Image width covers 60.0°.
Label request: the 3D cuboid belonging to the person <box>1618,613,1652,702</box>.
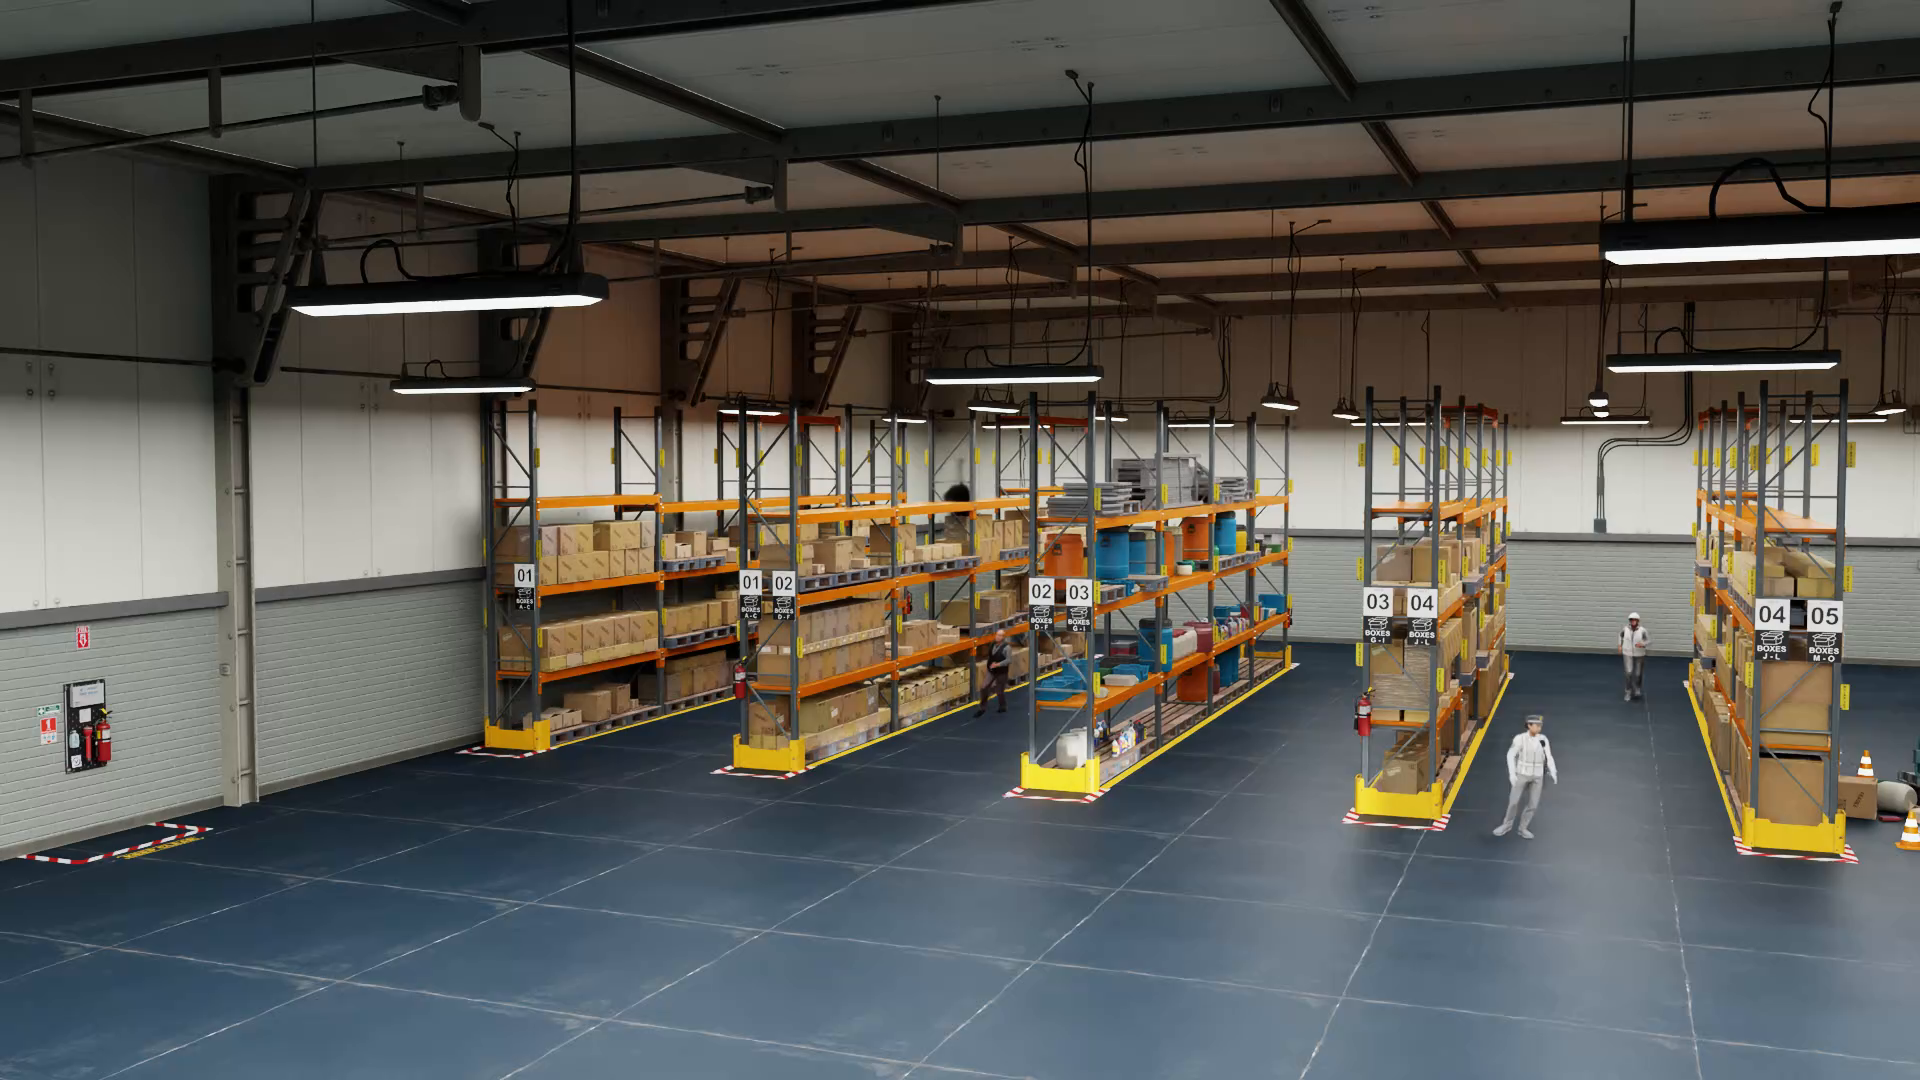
[{"bbox_3d":[13.970,2.413,34.432,0.652,1.835,0.798,1,3,24],"label":"person"}]

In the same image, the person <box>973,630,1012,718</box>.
[{"bbox_3d":[0.714,2.562,31.937,0.715,1.693,0.834,2,3,30],"label":"person"}]

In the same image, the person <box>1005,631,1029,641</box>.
[{"bbox_3d":[1.585,1.968,43.524,0.863,1.823,0.690,1,3,26],"label":"person"}]

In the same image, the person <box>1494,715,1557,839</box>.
[{"bbox_3d":[7.419,3.106,21.787,0.731,1.650,0.560,0,3,-3],"label":"person"}]
